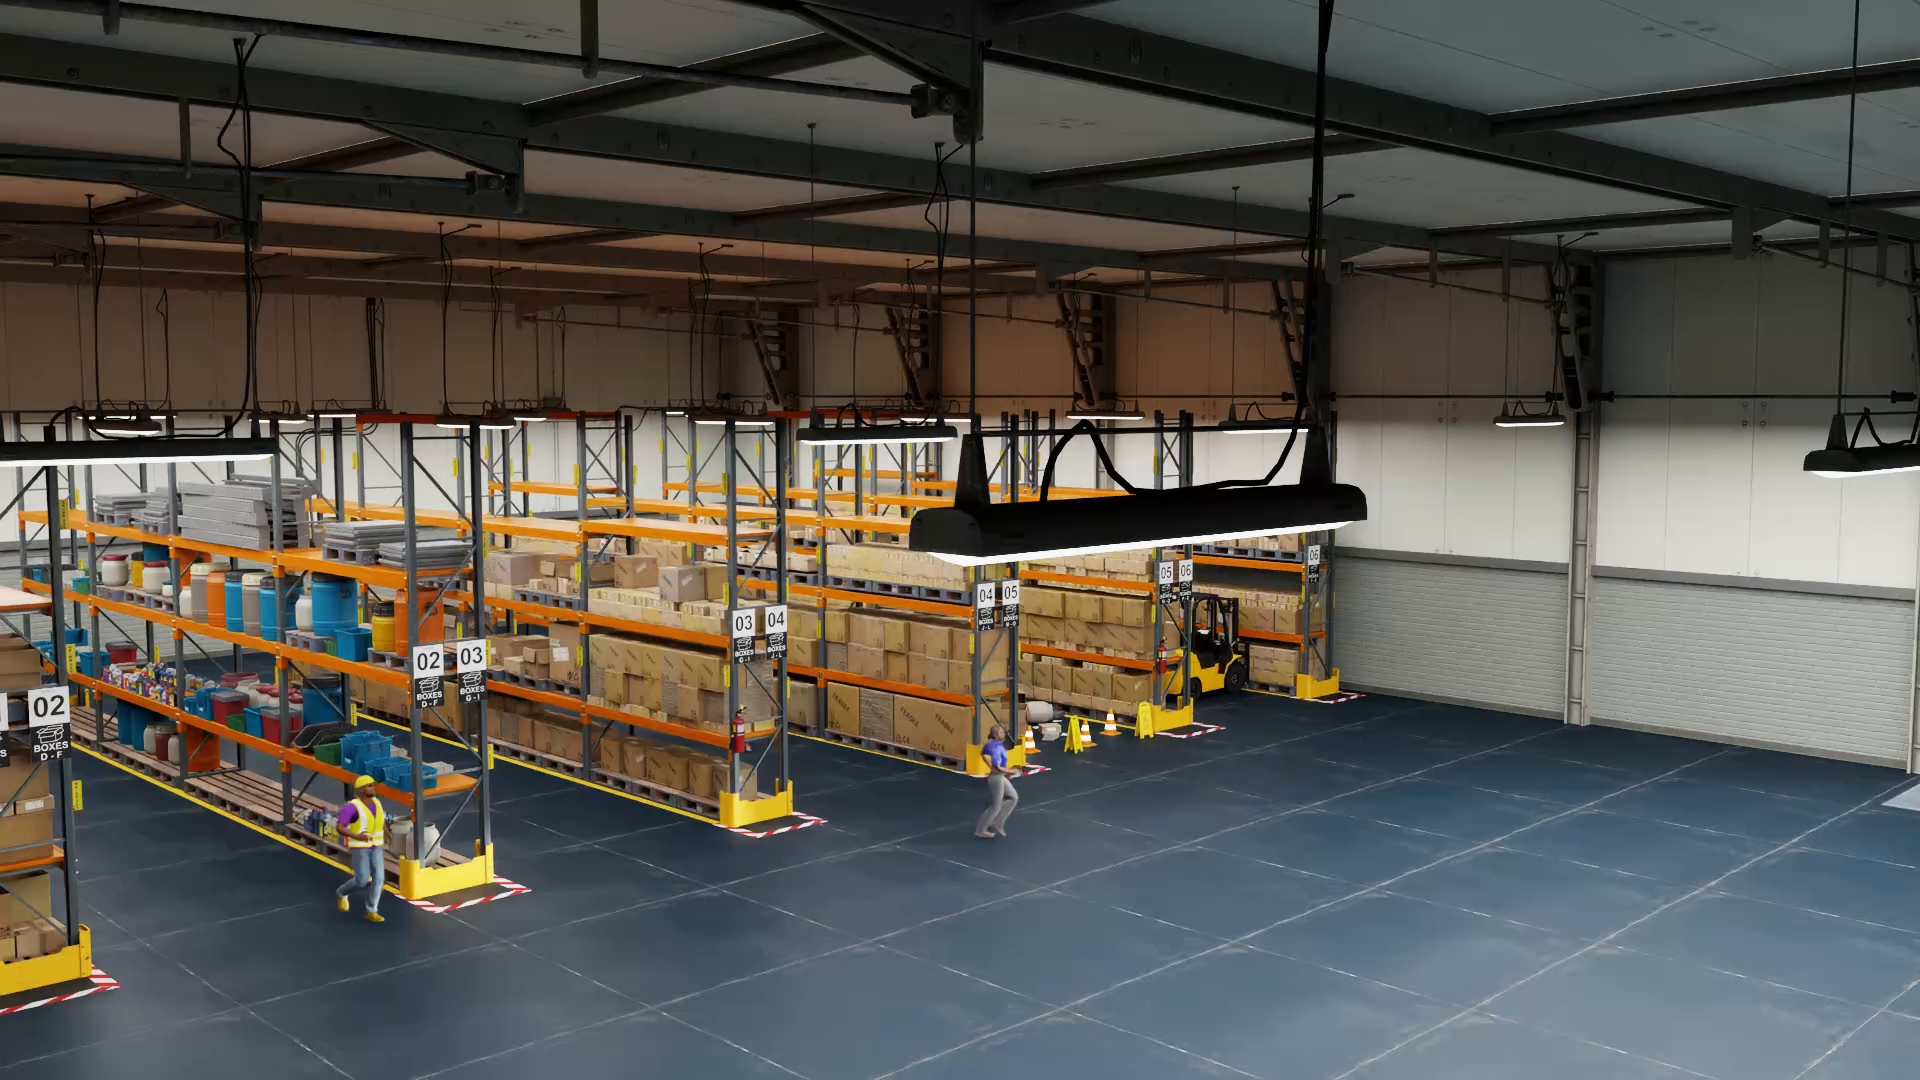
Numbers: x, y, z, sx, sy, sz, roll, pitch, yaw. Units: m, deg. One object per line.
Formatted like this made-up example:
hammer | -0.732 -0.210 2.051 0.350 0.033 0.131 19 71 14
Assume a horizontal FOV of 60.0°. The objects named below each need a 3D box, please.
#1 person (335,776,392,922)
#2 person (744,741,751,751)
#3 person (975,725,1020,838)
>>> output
person | -7.168 3.723 20.186 0.781 1.696 0.770 4 6 36
person | -3.969 2.906 29.950 0.793 1.725 0.549 4 7 41
person | 0.540 3.457 23.772 0.654 1.653 0.576 0 5 0
